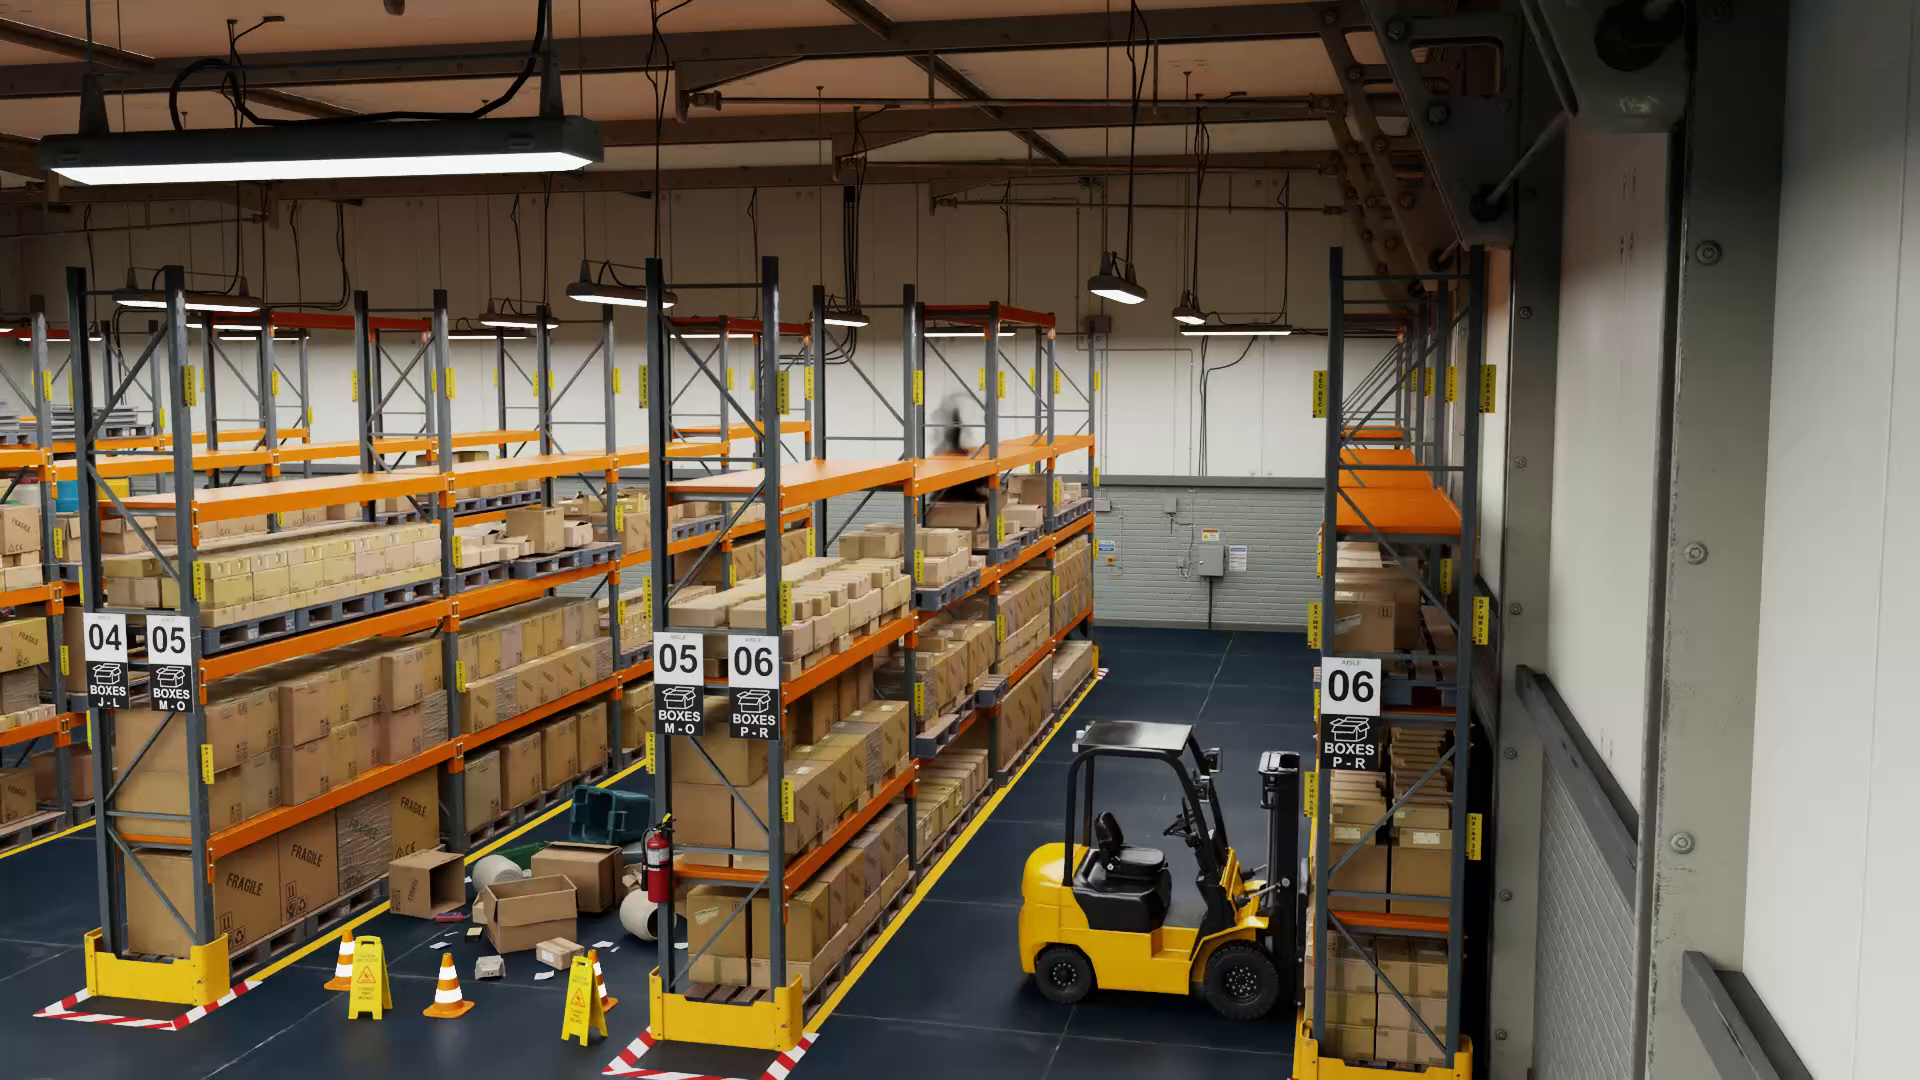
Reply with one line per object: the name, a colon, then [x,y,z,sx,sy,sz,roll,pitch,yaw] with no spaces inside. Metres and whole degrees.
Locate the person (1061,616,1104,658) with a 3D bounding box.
person: [2.066,1.337,29.586,0.840,1.770,0.831,4,7,34]
